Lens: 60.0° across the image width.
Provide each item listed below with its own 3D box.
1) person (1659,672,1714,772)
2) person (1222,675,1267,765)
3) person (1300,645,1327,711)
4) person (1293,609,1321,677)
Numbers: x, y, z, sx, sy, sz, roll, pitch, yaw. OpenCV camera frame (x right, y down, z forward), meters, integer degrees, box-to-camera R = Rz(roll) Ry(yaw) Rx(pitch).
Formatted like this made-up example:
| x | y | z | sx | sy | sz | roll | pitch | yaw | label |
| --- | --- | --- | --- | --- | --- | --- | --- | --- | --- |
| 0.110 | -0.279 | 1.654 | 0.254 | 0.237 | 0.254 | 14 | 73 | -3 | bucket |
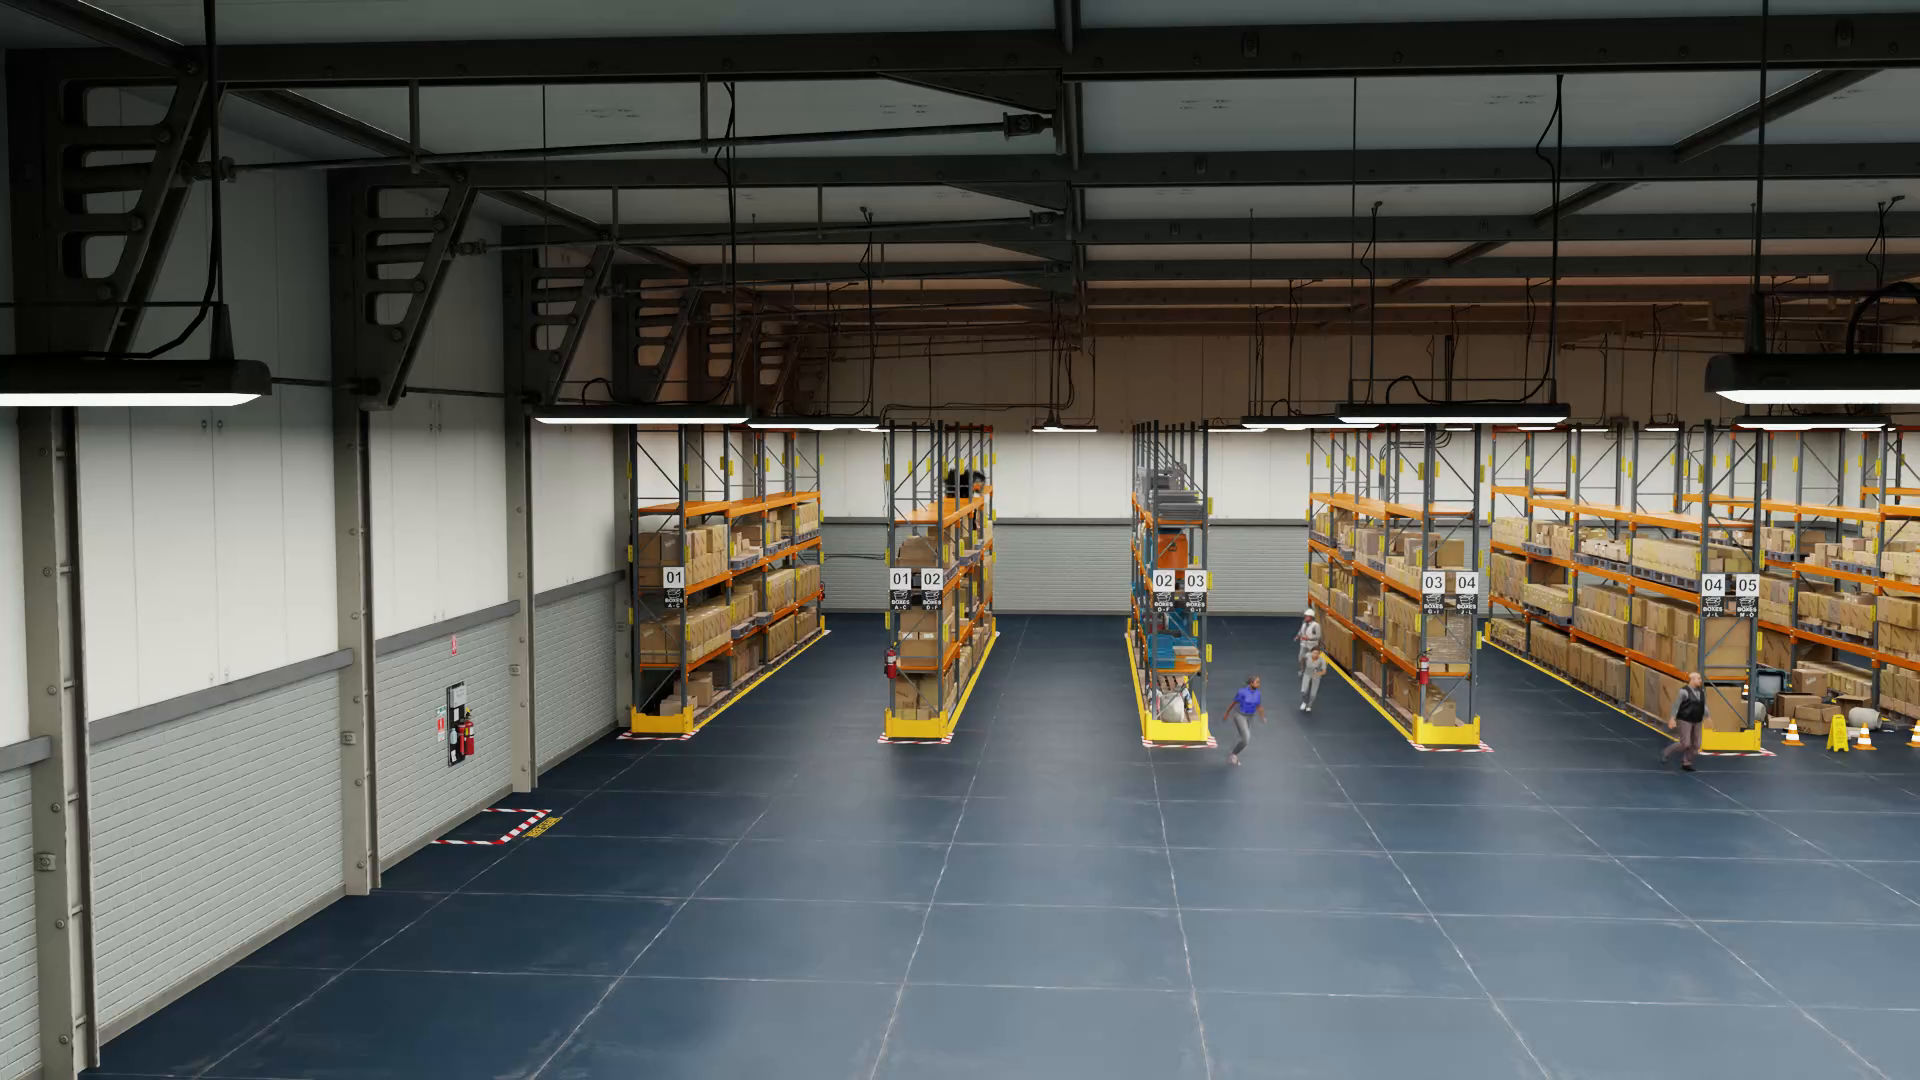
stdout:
| x | y | z | sx | sy | sz | roll | pitch | yaw | label |
| --- | --- | --- | --- | --- | --- | --- | --- | --- | --- |
| 12.365 | 3.083 | 28.323 | 0.692 | 1.695 | 0.676 | -2 | 4 | -25 | person |
| 4.929 | 3.102 | 28.698 | 0.567 | 1.596 | 0.690 | -3 | 4 | -37 | person |
| 7.223 | 2.839 | 34.026 | 0.545 | 1.436 | 0.938 | 1 | 4 | 14 | person |
| 8.099 | 2.452 | 38.655 | 0.759 | 1.711 | 0.663 | 3 | 5 | 37 | person |
